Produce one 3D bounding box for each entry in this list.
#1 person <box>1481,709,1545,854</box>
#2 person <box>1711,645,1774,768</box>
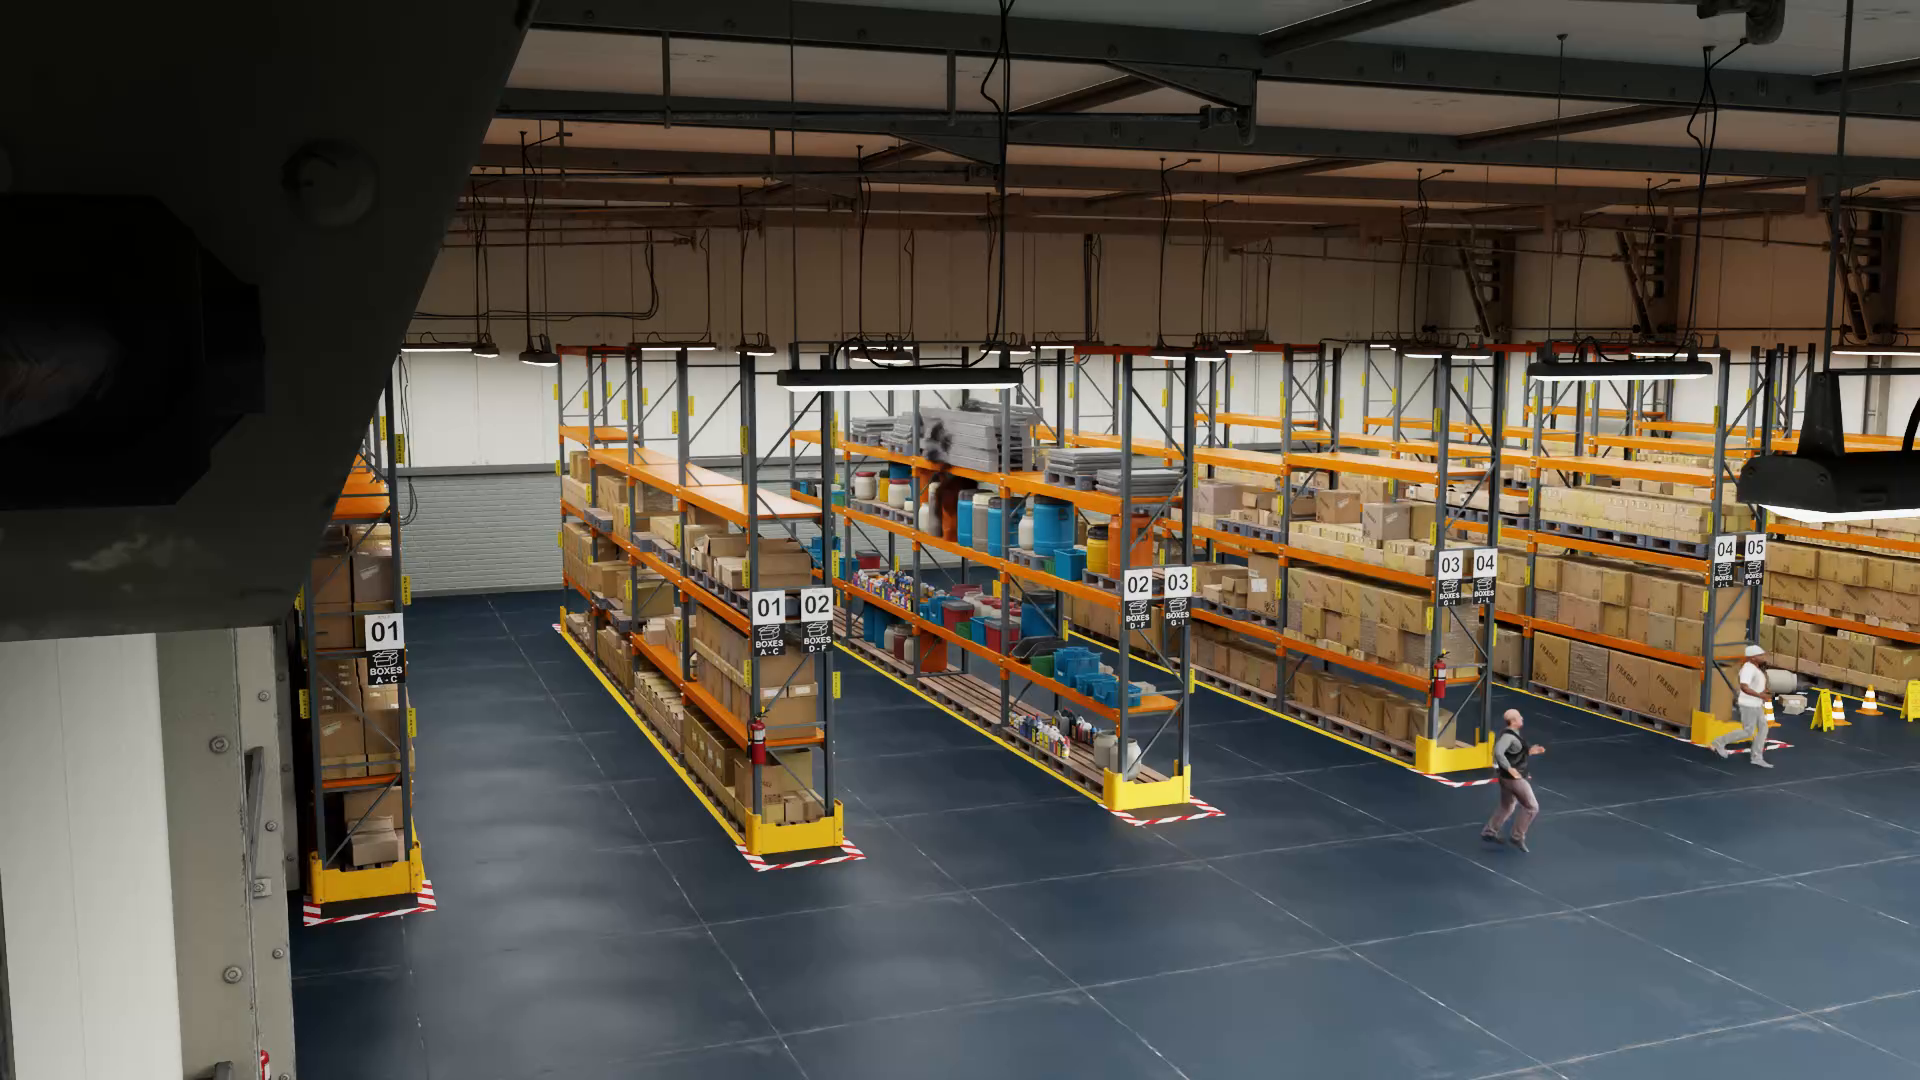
[{"bbox_3d":[6.735,2.929,20.200,0.711,1.769,0.636,1,7,9],"label":"person"},{"bbox_3d":[11.467,2.401,24.233,0.835,1.761,0.718,5,9,34],"label":"person"}]
